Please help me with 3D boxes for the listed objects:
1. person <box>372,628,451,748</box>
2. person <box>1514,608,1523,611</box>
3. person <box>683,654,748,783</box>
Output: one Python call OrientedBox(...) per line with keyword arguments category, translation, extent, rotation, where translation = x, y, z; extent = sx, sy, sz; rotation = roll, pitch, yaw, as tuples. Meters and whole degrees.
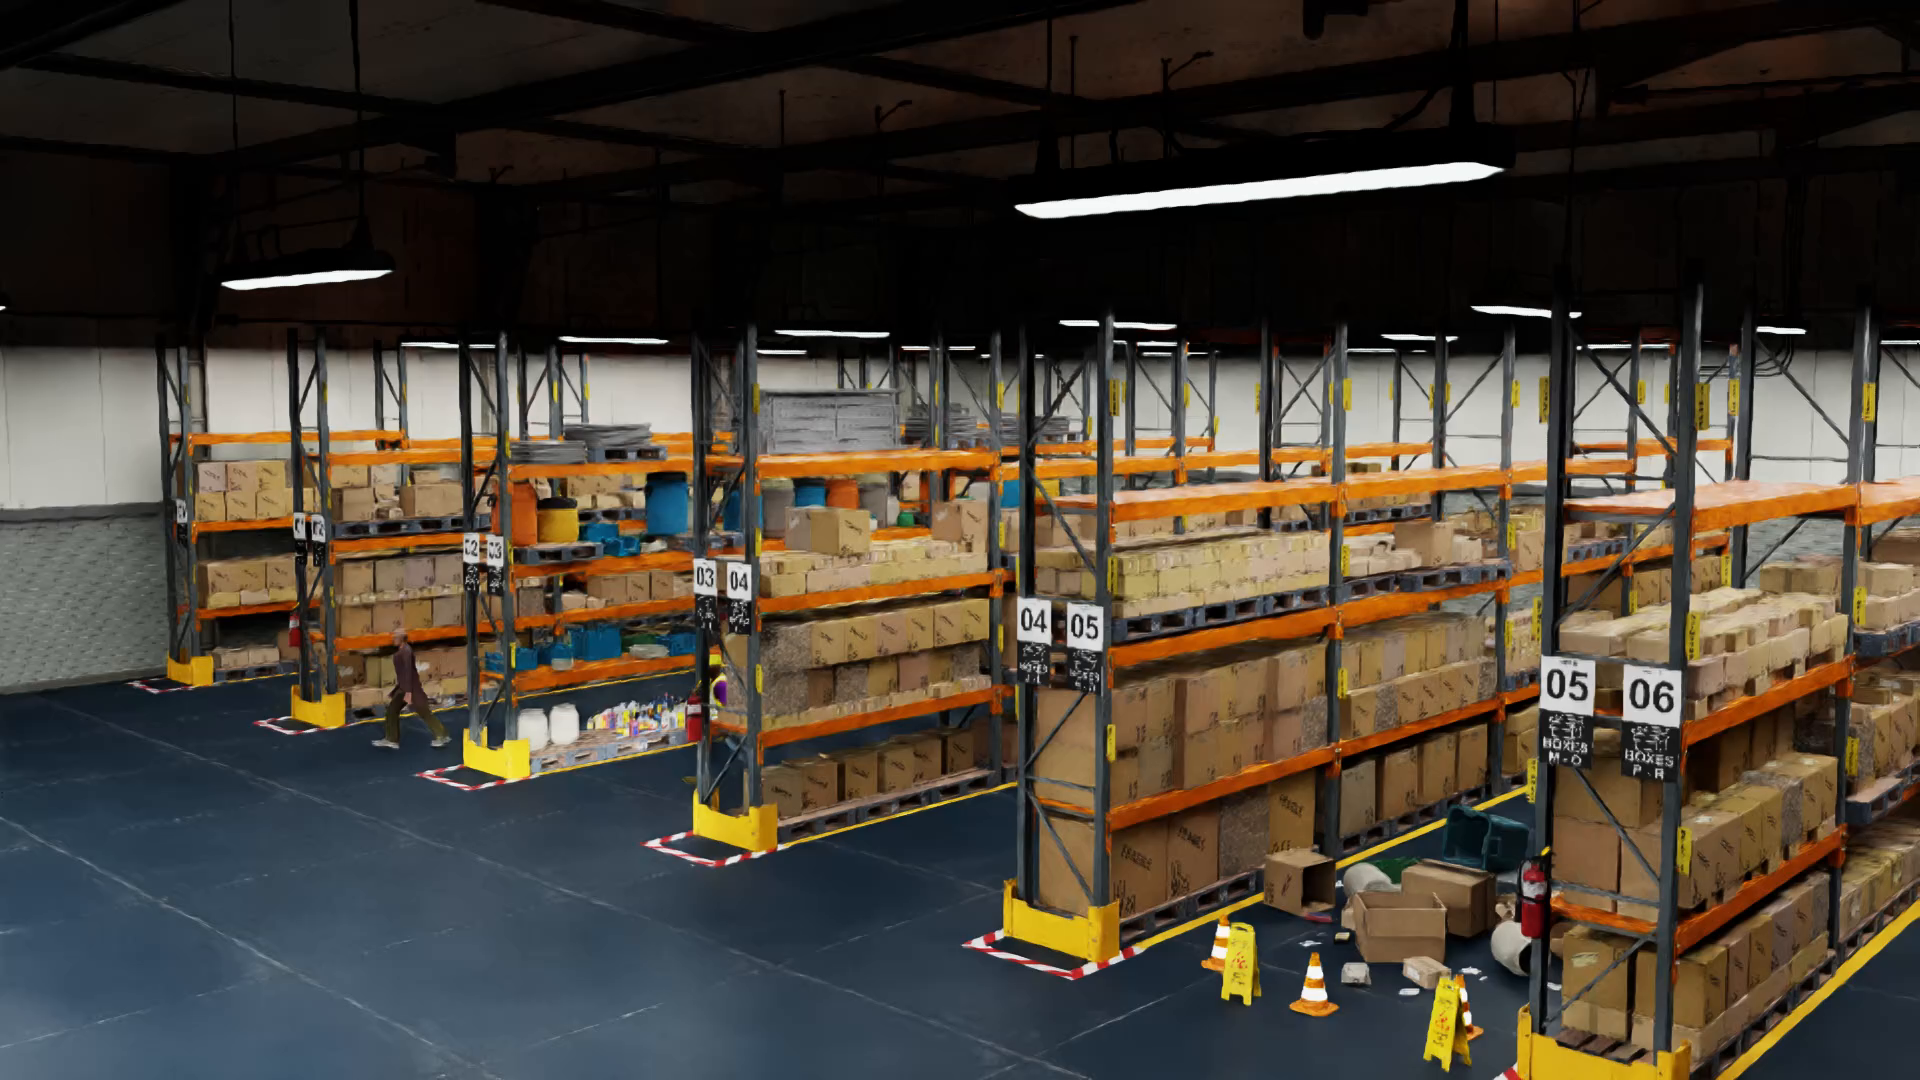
OrientedBox(category="person", translation=(-7.742, 2.077, 23.571), extent=(0.961, 1.681, 0.635), rotation=(-3, 6, -26))
OrientedBox(category="person", translation=(8.921, 1.864, 26.554), extent=(1.110, 1.590, 0.446), rotation=(-5, 8, -45))
OrientedBox(category="person", translation=(-3.057, 2.312, 21.403), extent=(0.973, 1.716, 0.615), rotation=(-3, 6, -26))
